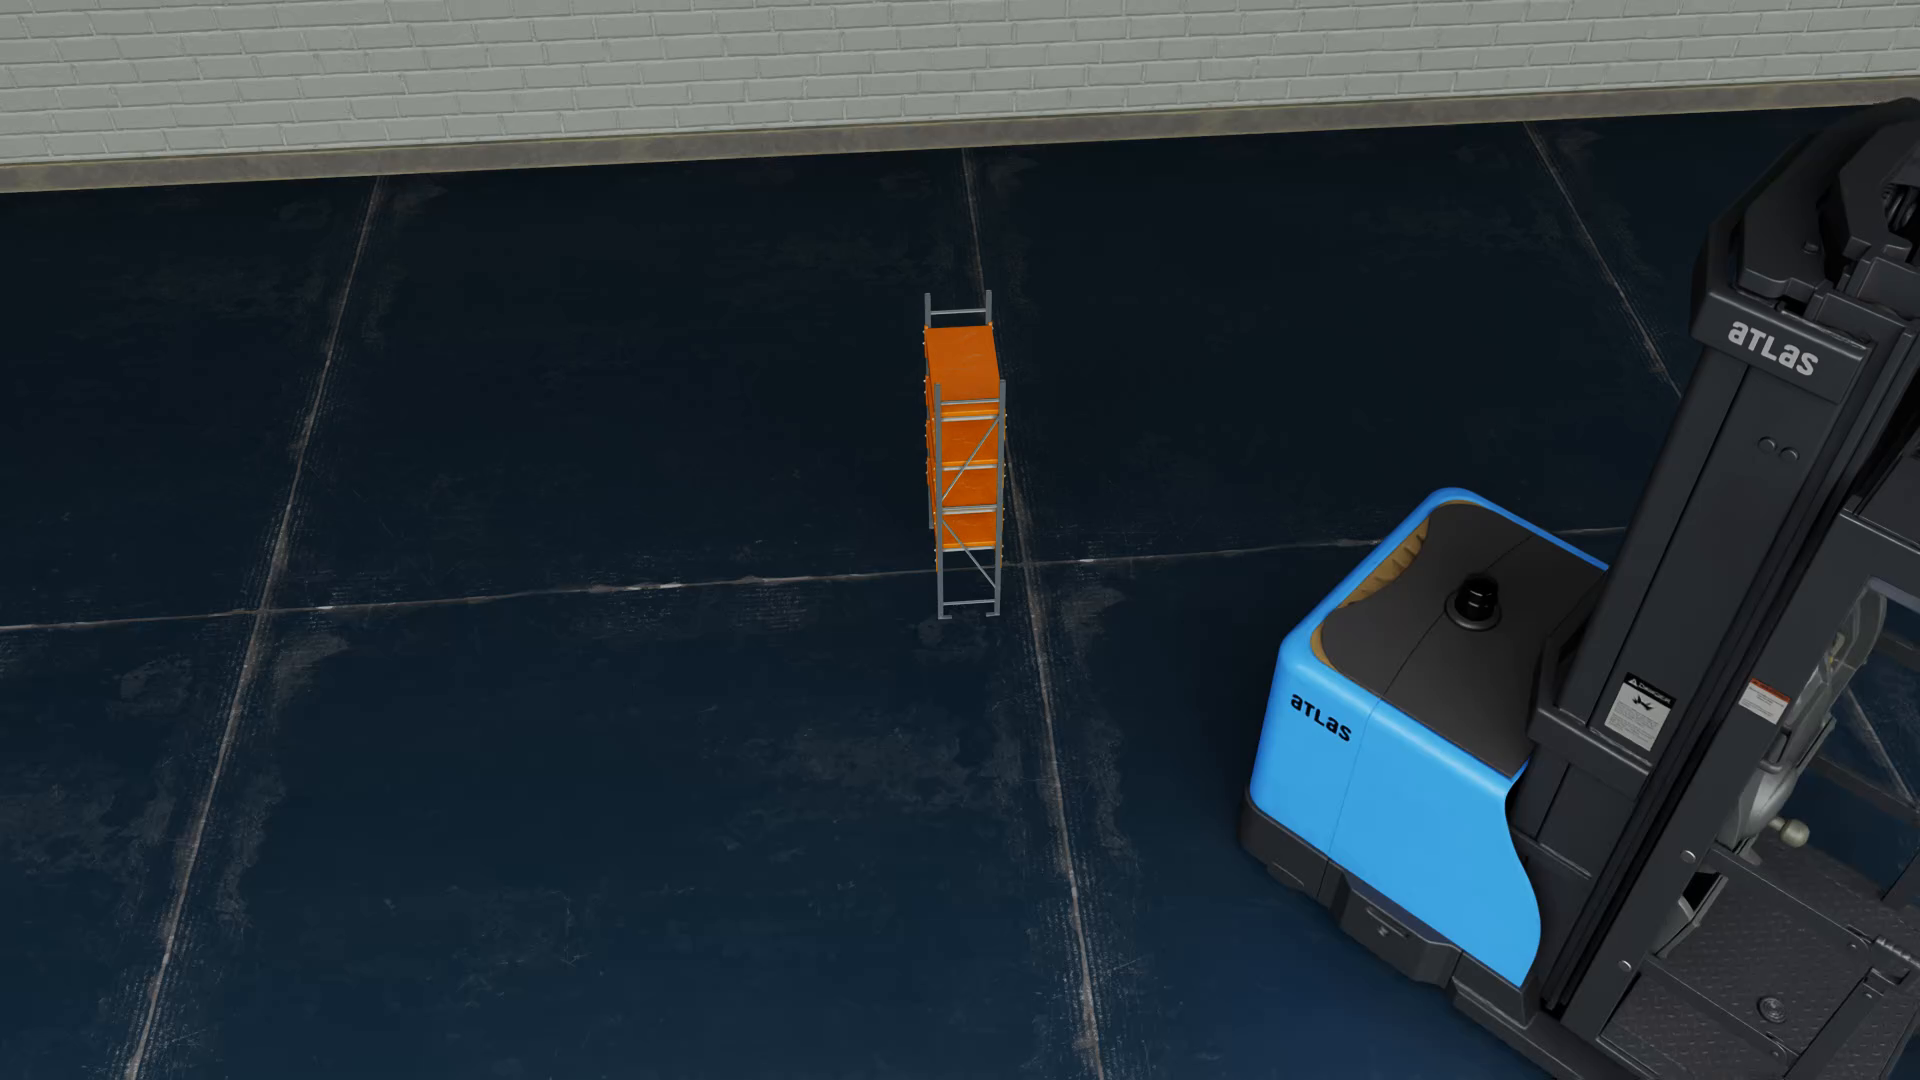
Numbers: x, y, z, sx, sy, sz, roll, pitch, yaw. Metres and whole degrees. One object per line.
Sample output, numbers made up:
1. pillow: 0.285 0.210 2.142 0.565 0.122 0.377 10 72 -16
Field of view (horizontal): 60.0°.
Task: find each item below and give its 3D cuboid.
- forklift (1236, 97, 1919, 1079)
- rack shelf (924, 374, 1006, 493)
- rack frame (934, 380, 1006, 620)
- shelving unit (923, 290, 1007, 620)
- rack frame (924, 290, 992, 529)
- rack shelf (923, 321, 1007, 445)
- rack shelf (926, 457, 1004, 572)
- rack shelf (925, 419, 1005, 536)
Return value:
1. forklift: 2.374 0.510 4.248 3.031 2.935 1.130 33 55 28
2. rack shelf: 0.014 -0.400 6.087 0.258 0.148 0.480 -3 47 -3
3. rack frame: 0.034 -0.116 6.034 0.240 1.200 0.015 -3 47 -3
4. shelving unit: 0.014 -0.293 6.201 0.258 1.200 0.503 -3 47 -3
5. rack frame: -0.007 -0.469 6.368 0.240 1.200 0.015 -3 47 -3
6. rack shelf: 0.014 -0.563 5.916 0.258 0.148 0.480 -3 47 -3
7. rack shelf: 0.014 -0.110 6.394 0.258 0.148 0.480 -3 47 -3
8. rack shelf: 0.014 -0.247 6.250 0.258 0.148 0.480 -3 47 -3
